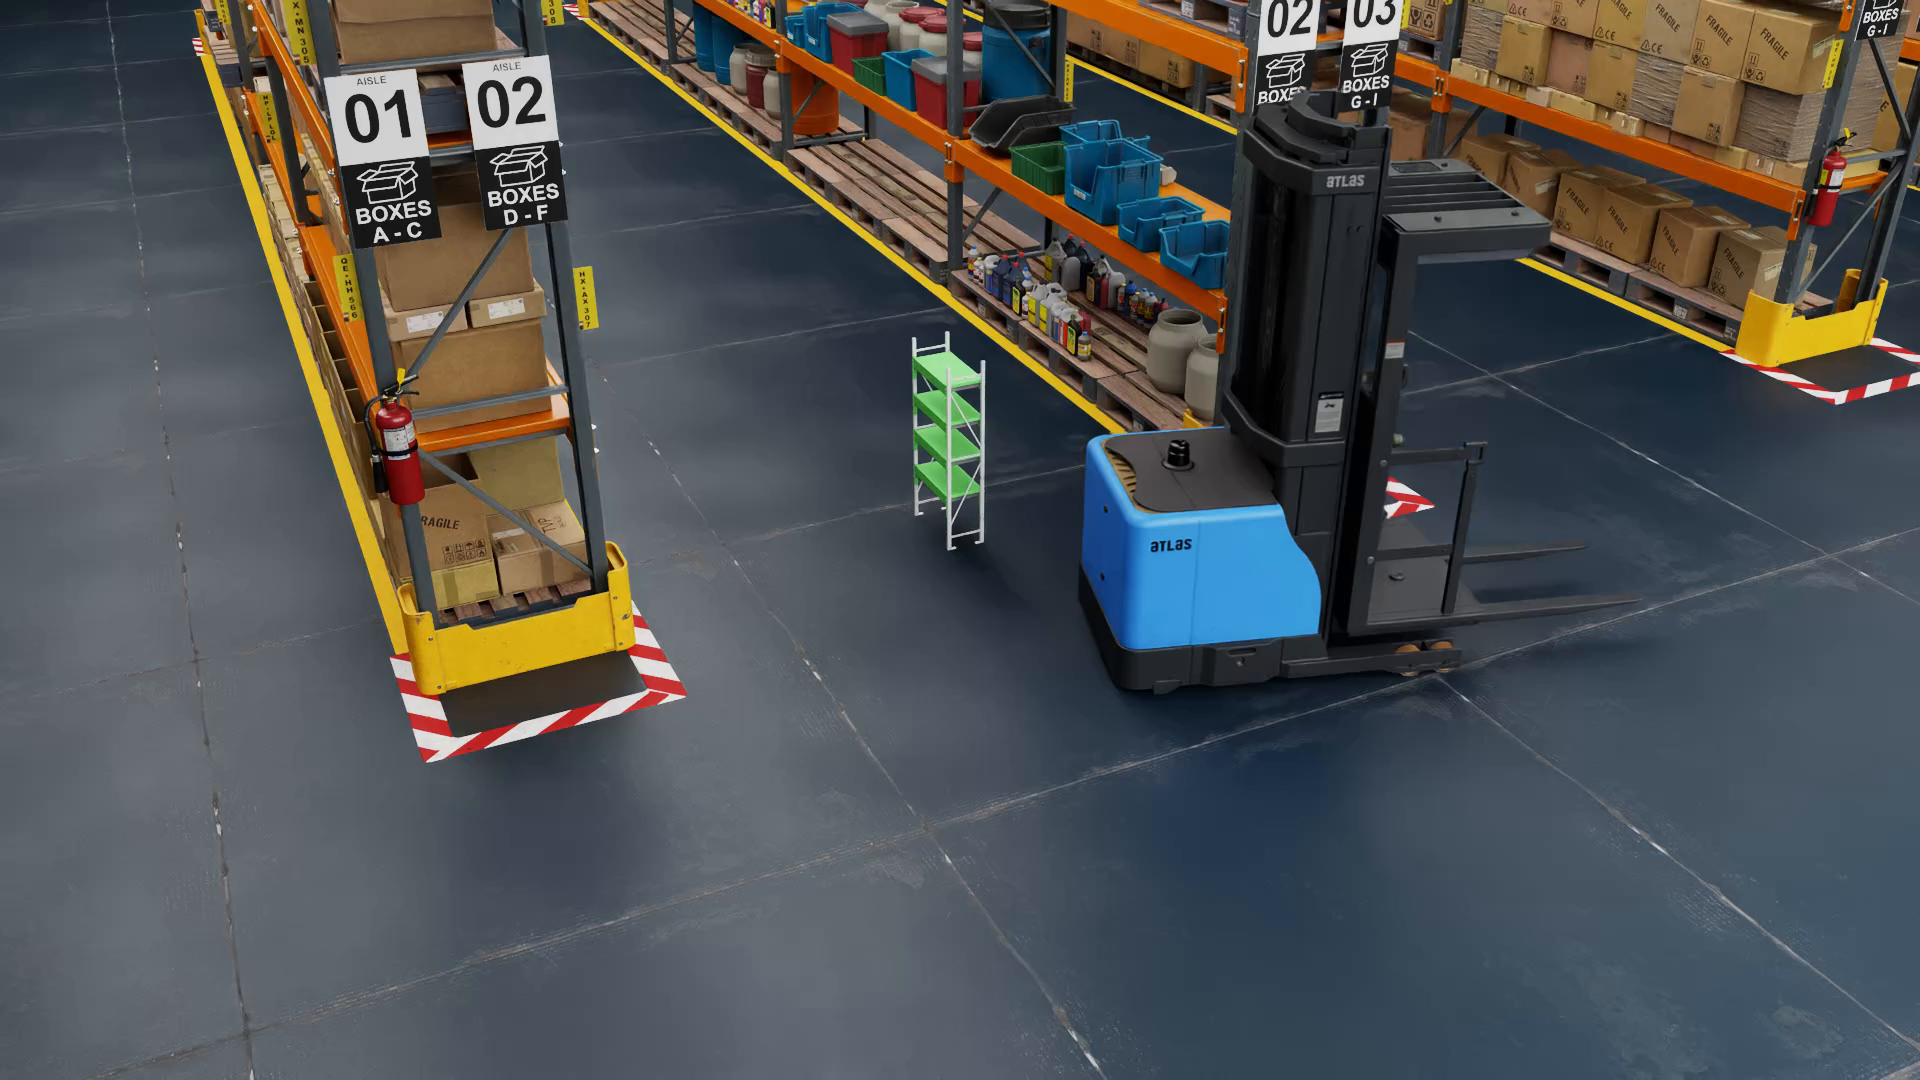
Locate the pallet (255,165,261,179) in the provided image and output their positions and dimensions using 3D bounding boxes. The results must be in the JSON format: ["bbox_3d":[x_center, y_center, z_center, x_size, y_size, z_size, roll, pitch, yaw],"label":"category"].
[{"bbox_3d":[-6.627,-3.881,16.928,1.003,0.211,1.213,-13,32,-22],"label":"pallet"}]

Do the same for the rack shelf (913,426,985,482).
[{"bbox_3d":[-0.071,-0.541,10.091,0.258,0.148,0.480,-13,32,-22],"label":"rack shelf"}]

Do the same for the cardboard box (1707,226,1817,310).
[{"bbox_3d":[6.310,-2.138,13.095,0.500,0.500,0.500,-7,30,-13],"label":"cardboard box"}]

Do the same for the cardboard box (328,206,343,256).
[{"bbox_3d":[-3.675,-2.072,10.748,0.700,0.500,0.500,-13,32,-22],"label":"cardboard box"}]

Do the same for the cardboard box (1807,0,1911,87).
[{"bbox_3d":[6.573,-3.675,12.282,0.500,0.500,0.500,-13,32,-22],"label":"cardboard box"}]

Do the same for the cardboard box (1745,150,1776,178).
[{"bbox_3d":[6.147,-2.849,12.494,0.380,0.149,0.250,-13,32,-22],"label":"cardboard box"}]

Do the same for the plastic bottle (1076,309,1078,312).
[{"bbox_3d":[0.867,-1.629,12.473,0.097,0.201,0.097,0,29,0],"label":"plastic bottle"}]

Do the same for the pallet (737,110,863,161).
[{"bbox_3d":[-1.721,-4.383,17.823,1.003,0.211,1.213,-13,32,-22],"label":"pallet"}]

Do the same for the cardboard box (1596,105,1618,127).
[{"bbox_3d":[5.470,-3.504,13.662,0.380,0.149,0.250,-13,32,-22],"label":"cardboard box"}]

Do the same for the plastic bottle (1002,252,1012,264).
[{"bbox_3d":[0.372,-2.153,13.322,0.061,0.283,0.133,-13,32,-22],"label":"plastic bottle"}]

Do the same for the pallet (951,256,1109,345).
[{"bbox_3d":[0.623,-1.971,13.522,1.003,0.211,1.213,-13,32,-22],"label":"pallet"}]

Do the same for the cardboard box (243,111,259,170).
[{"bbox_3d":[-6.656,-3.915,16.244,0.500,0.500,0.500,-14,32,-24],"label":"cardboard box"}]

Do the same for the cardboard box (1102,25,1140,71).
[{"bbox_3d":[2.475,-6.261,20.064,1.225,0.875,0.875,-13,32,-22],"label":"cardboard box"}]

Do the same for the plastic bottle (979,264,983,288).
[{"bbox_3d":[0.200,-2.141,13.386,0.097,0.201,0.097,0,29,0],"label":"plastic bottle"}]

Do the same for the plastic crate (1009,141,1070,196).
[{"bbox_3d":[0.700,-2.741,12.261,0.450,0.188,0.662,-13,32,-22],"label":"plastic crate"}]

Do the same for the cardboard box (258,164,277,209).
[{"bbox_3d":[-5.861,-3.157,14.594,0.500,0.311,0.500,-12,31,-20],"label":"cardboard box"}]

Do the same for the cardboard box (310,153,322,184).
[{"bbox_3d":[-3.942,-2.397,10.665,0.380,0.149,0.250,-14,32,-23],"label":"cardboard box"}]

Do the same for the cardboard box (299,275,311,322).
[{"bbox_3d":[-4.536,-1.801,12.177,0.500,0.311,0.500,-13,32,-22],"label":"cardboard box"}]

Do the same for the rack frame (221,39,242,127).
[{"bbox_3d":[-7.538,-5.988,17.835,1.000,3.000,0.127,-13,32,-22],"label":"rack frame"}]

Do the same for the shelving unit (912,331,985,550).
[{"bbox_3d":[-0.071,-0.596,10.060,0.258,1.200,0.503,-13,32,-22],"label":"shelving unit"}]

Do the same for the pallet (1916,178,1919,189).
[{"bbox_3d":[10.152,-3.421,16.108,1.003,0.211,1.213,-13,32,-22],"label":"pallet"}]

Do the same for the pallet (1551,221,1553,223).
[{"bbox_3d":[5.166,-3.027,15.405,1.003,0.211,1.213,-13,32,-22],"label":"pallet"}]

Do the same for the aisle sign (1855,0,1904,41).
[{"bbox_3d":[6.318,-3.809,11.291,0.394,0.787,0.004,-13,32,-22],"label":"aisle sign"}]

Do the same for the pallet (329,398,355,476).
[{"bbox_3d":[-3.800,-0.878,11.573,1.003,0.211,1.213,-13,32,-22],"label":"pallet"}]

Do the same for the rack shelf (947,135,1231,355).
[{"bbox_3d":[1.231,-2.295,11.985,1.077,0.370,4.000,-13,32,-22],"label":"rack shelf"}]

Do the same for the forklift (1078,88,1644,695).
[{"bbox_3d":[2.237,-0.799,8.650,3.031,2.935,1.130,-5,30,-8],"label":"forklift"}]

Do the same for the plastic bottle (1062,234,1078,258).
[{"bbox_3d":[0.909,-2.305,13.526,0.144,0.351,0.185,-14,32,-23],"label":"plastic bottle"}]

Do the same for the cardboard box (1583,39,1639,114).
[{"bbox_3d":[5.649,-3.837,13.592,0.875,0.500,0.500,-13,32,-22],"label":"cardboard box"}]

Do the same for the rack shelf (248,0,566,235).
[{"bbox_3d":[-3.245,-2.565,9.400,1.077,0.370,4.000,-13,32,-22],"label":"rack shelf"}]

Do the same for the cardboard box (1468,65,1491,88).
[{"bbox_3d":[4.762,-4.152,14.817,0.380,0.149,0.250,-13,32,-22],"label":"cardboard box"}]

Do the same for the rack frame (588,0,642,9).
[{"bbox_3d":[-4.779,-8.794,22.838,1.000,3.000,0.127,-13,32,-22],"label":"rack frame"}]

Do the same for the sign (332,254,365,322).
[{"bbox_3d":[-2.882,-1.188,7.848,0.100,0.325,0.005,-13,32,-22],"label":"sign"}]

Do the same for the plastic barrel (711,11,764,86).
[{"bbox_3d":[-2.540,-5.738,19.105,0.600,0.901,0.708,-13,32,-22],"label":"plastic barrel"}]

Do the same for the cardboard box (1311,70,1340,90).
[{"bbox_3d":[3.933,-4.618,17.498,0.700,0.500,0.500,-10,31,-18],"label":"cardboard box"}]

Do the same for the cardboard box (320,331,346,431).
[{"bbox_3d":[-3.757,-1.053,10.649,0.500,0.500,0.500,-13,32,-22],"label":"cardboard box"}]

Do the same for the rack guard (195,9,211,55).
[{"bbox_3d":[-9.222,-6.631,21.538,1.175,0.500,0.348,-13,32,-22],"label":"rack guard"}]

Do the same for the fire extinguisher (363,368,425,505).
[{"bbox_3d":[-2.755,-0.504,8.134,0.296,0.674,0.183,-13,32,-22],"label":"fire extinguisher"}]

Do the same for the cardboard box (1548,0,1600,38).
[{"bbox_3d":[5.239,-4.448,13.660,0.500,0.500,0.500,-13,32,-22],"label":"cardboard box"}]

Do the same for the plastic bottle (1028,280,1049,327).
[{"bbox_3d":[0.607,-1.814,12.650,0.144,0.351,0.185,-13,32,-22],"label":"plastic bottle"}]

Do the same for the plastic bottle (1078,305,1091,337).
[{"bbox_3d":[0.917,-1.592,12.322,0.061,0.283,0.133,-13,32,-22],"label":"plastic bottle"}]

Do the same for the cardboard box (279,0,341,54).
[{"bbox_3d":[-3.118,-2.628,8.356,0.500,0.250,0.500,-13,32,-22],"label":"cardboard box"}]

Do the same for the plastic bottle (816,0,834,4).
[{"bbox_3d":[-1.376,-5.433,16.971,0.152,0.276,0.135,-13,32,-22],"label":"plastic bottle"}]

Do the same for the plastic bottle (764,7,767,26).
[{"bbox_3d":[-1.937,-5.317,16.841,0.097,0.201,0.097,0,29,0],"label":"plastic bottle"}]

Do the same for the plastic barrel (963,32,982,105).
[{"bbox_3d":[0.159,-4.021,14.187,0.433,0.535,0.433,0,29,0],"label":"plastic barrel"}]

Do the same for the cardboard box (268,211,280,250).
[{"bbox_3d":[-5.644,-2.690,14.336,0.500,0.250,0.500,-14,32,-23],"label":"cardboard box"}]

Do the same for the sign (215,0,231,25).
[{"bbox_3d":[-6.306,-4.574,14.209,0.100,0.325,0.005,-13,32,-22],"label":"sign"}]

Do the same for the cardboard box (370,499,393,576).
[{"bbox_3d":[-3.109,-0.064,9.653,0.500,0.250,0.500,-13,32,-22],"label":"cardboard box"}]

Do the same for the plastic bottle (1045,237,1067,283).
[{"bbox_3d":[0.779,-2.275,13.472,0.144,0.351,0.185,-13,32,-22],"label":"plastic bottle"}]

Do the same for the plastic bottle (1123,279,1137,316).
[{"bbox_3d":[1.315,-1.879,12.847,0.097,0.271,0.097,0,29,0],"label":"plastic bottle"}]

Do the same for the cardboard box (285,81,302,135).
[{"bbox_3d":[-5.085,-3.527,13.344,0.500,0.500,0.500,-15,33,-25],"label":"cardboard box"}]

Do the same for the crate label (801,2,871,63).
[{"bbox_3d":[-1.163,-4.779,15.643,0.502,0.435,0.616,-13,32,-22],"label":"crate label"}]

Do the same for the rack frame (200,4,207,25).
[{"bbox_3d":[-9.255,-7.755,20.986,1.000,3.000,0.127,-13,32,-22],"label":"rack frame"}]

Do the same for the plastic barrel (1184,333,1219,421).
[{"bbox_3d":[1.738,-1.098,11.229,0.421,0.512,0.421,0,29,0],"label":"plastic barrel"}]

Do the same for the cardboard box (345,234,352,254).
[{"bbox_3d":[-3.279,-1.714,9.448,0.380,0.149,0.250,-12,32,-21],"label":"cardboard box"}]

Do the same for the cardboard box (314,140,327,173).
[{"bbox_3d":[-3.689,-2.646,10.446,0.700,0.500,0.500,-13,32,-22],"label":"cardboard box"}]
